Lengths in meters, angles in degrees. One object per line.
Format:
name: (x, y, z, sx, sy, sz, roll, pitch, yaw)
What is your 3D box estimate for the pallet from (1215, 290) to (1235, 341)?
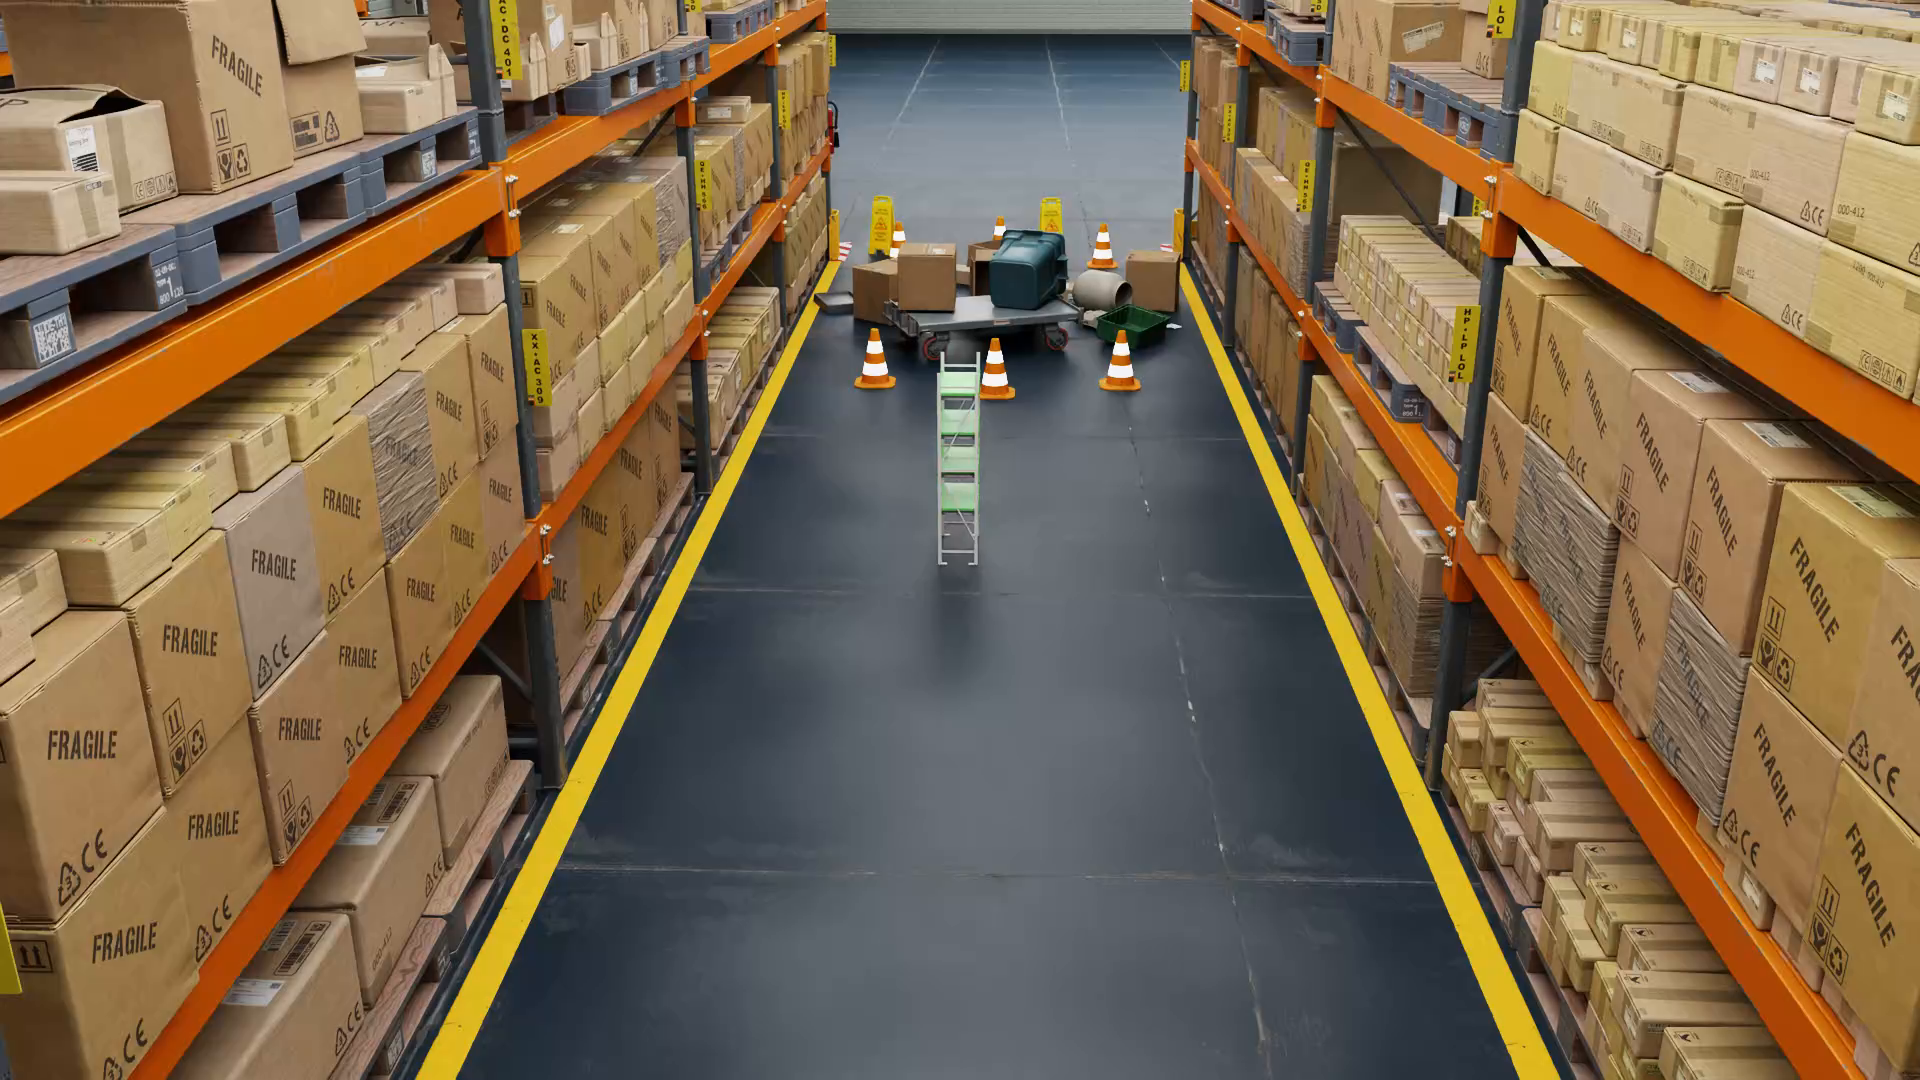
pallet: (2.982, -2.130, 15.727, 1.003, 0.211, 1.213, 1, 21, 2)

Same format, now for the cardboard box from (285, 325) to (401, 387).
cardboard box: (-2.100, -0.615, 5.550, 0.380, 0.149, 0.250, 0, 21, 1)

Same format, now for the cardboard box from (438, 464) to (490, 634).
cardboard box: (-2.083, 0.029, 6.171, 0.500, 0.500, 0.500, 0, 21, 0)

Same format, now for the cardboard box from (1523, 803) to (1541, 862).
cardboard box: (2.406, 1.137, 6.401, 0.380, 0.149, 0.250, 0, 21, -1)

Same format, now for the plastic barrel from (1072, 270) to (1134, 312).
plastic barrel: (1.381, -2.382, 16.083, 0.512, 0.421, 0.421, 18, 27, 38)

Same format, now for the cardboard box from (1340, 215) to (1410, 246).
cardboard box: (2.551, -1.899, 10.221, 0.380, 0.149, 0.250, 1, 21, 2)

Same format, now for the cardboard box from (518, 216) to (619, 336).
cardboard box: (-2.008, -1.316, 8.253, 0.500, 0.500, 0.500, 0, 21, 0)

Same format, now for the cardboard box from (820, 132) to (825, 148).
cardboard box: (-1.643, -4.273, 17.742, 0.380, 0.149, 0.250, 0, 21, 1)

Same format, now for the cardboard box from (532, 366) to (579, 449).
cardboard box: (-2.019, -0.601, 7.446, 0.500, 0.250, 0.500, 0, 21, 0)

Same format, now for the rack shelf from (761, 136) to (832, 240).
rack shelf: (-2.010, -3.562, 16.556, 1.077, 0.370, 4.000, 1, 21, 2)

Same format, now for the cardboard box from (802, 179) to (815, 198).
cardboard box: (-1.677, -3.574, 16.881, 0.380, 0.149, 0.250, 2, 21, 4)

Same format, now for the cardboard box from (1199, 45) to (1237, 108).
cardboard box: (2.875, -4.641, 16.643, 0.875, 0.550, 0.550, 1, 21, 2)

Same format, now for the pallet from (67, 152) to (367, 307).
pallet: (-2.389, -0.903, 4.685, 1.003, 0.211, 1.213, 1, 21, 2)

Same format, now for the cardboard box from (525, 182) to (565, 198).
cardboard box: (-2.488, -1.699, 9.239, 0.500, 0.500, 0.500, 1, 21, 3)

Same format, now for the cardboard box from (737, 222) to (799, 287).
cardboard box: (-1.783, -2.648, 15.390, 0.500, 0.500, 0.500, 2, 21, 4)

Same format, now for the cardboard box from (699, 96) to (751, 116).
cardboard box: (-1.867, -3.439, 13.218, 0.380, 0.149, 0.250, 0, 21, 0)

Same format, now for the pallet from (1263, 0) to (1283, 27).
pallet: (2.902, -4.133, 13.153, 0.805, 0.209, 1.217, 0, 21, -1)

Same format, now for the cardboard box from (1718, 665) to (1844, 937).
cardboard box: (2.292, 0.646, 4.168, 0.500, 0.500, 0.500, 0, 21, 1)

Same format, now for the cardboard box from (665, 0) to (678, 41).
cardboard box: (-2.053, -3.232, 9.842, 0.797, 0.503, 0.637, -1, 21, -2)

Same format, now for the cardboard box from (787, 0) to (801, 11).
cardboard box: (-1.689, -5.030, 15.548, 0.380, 0.149, 0.250, 0, 21, 1)

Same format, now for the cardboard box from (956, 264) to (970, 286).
cardboard box: (0.030, -2.795, 17.528, 0.380, 0.149, 0.250, 13, 25, 29)

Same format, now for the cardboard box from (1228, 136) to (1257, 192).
cardboard box: (2.879, -3.360, 14.833, 0.875, 0.550, 0.550, 1, 21, 2)

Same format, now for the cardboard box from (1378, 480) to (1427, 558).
cardboard box: (2.436, -0.101, 8.482, 0.500, 0.250, 0.500, 2, 21, 4)

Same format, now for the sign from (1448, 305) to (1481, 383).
sign: (2.082, -0.808, 6.864, 0.100, 0.325, 0.005, 1, 21, 2)

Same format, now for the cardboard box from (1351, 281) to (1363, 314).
cardboard box: (2.527, -1.434, 9.846, 0.380, 0.149, 0.250, 2, 21, 4)

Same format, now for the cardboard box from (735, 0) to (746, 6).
cardboard box: (-1.964, -4.303, 12.951, 0.500, 0.250, 0.500, 1, 21, 2)

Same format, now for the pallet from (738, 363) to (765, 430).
pallet: (-2.127, -1.150, 13.202, 1.003, 0.211, 1.213, 1, 21, 2)

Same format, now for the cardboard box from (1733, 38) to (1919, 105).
cardboard box: (2.301, -1.244, 4.407, 0.380, 0.149, 0.250, 0, 21, 0)

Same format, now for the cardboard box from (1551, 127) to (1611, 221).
cardboard box: (2.353, -1.246, 5.655, 0.500, 0.250, 0.500, 0, 21, 1)

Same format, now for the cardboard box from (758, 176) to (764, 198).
cardboard box: (-1.808, -2.875, 13.558, 0.380, 0.149, 0.250, 0, 21, 1)

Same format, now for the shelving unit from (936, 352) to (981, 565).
shelving unit: (-0.005, -0.500, 10.158, 0.258, 1.200, 0.503, 1, 21, 2)

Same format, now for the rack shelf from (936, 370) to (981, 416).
rack shelf: (-0.005, -0.887, 10.007, 0.258, 0.148, 0.480, 1, 21, 2)

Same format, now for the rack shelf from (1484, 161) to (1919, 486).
rack shelf: (2.576, -0.603, 4.785, 1.077, 0.370, 4.000, 1, 21, 2)

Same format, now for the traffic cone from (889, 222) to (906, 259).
traffic cone: (-0.673, -3.268, 18.311, 0.336, 0.463, 0.334, 1, 21, 2)

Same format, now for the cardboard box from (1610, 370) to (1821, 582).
cardboard box: (2.316, -0.200, 4.965, 0.500, 0.500, 0.500, 0, 21, 0)

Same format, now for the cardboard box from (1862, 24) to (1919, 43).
cardboard box: (2.887, -1.427, 4.878, 0.380, 0.149, 0.250, 0, 21, 1)

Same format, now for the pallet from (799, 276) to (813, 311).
pallet: (-2.051, -2.559, 16.834, 1.003, 0.211, 1.213, 1, 21, 2)

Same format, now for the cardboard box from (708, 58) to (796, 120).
cardboard box: (-1.840, -3.982, 14.714, 0.700, 0.500, 0.500, 0, 21, 1)

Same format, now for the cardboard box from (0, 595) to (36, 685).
cardboard box: (-2.148, 0.224, 3.387, 0.380, 0.149, 0.250, 1, 21, 3)

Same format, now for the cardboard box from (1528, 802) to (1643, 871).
cardboard box: (2.319, 1.091, 6.108, 0.380, 0.149, 0.250, 1, 21, 3)

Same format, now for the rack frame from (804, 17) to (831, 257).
rack frame: (-1.949, -4.620, 18.290, 1.000, 3.000, 0.127, 1, 21, 2)

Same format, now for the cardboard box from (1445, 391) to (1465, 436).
cardboard box: (2.458, -0.582, 7.649, 0.380, 0.149, 0.250, 1, 21, 2)

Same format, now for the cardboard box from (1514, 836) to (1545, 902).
cardboard box: (2.383, 1.277, 6.452, 0.380, 0.149, 0.250, 0, 21, 1)

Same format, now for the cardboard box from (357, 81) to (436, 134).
cardboard box: (-2.022, -1.475, 5.666, 0.380, 0.149, 0.250, 1, 21, 3)

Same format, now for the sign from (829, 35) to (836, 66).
sign: (-1.395, -5.294, 17.989, 0.100, 0.325, 0.005, 1, 21, 2)

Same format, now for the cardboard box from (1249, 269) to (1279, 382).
cardboard box: (2.918, -1.729, 13.367, 1.050, 0.750, 0.750, 1, 21, 2)

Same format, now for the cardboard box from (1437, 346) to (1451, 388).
cardboard box: (2.469, -0.812, 7.830, 0.380, 0.149, 0.250, 2, 21, 4)

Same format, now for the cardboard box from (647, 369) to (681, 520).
cardboard box: (-2.296, -0.684, 10.502, 0.875, 0.875, 0.875, 0, 21, 1)

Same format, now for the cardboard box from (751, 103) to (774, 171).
cardboard box: (-1.855, -3.386, 13.978, 0.500, 0.500, 0.500, 0, 21, 1)

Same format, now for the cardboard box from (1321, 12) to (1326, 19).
cardboard box: (2.557, -3.461, 10.759, 0.380, 0.166, 0.250, 1, 21, 2)

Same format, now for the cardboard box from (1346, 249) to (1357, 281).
cardboard box: (2.537, -1.656, 10.007, 0.380, 0.149, 0.250, 2, 21, 4)

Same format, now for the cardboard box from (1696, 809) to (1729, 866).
cardboard box: (2.302, 0.811, 4.639, 0.380, 0.149, 0.250, 0, 21, -1)

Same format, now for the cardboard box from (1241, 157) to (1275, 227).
cardboard box: (2.581, -2.833, 13.545, 0.500, 0.500, 0.500, 1, 21, 2)

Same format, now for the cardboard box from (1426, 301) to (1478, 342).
cardboard box: (2.479, -1.052, 8.039, 0.380, 0.149, 0.250, 1, 21, 1)
